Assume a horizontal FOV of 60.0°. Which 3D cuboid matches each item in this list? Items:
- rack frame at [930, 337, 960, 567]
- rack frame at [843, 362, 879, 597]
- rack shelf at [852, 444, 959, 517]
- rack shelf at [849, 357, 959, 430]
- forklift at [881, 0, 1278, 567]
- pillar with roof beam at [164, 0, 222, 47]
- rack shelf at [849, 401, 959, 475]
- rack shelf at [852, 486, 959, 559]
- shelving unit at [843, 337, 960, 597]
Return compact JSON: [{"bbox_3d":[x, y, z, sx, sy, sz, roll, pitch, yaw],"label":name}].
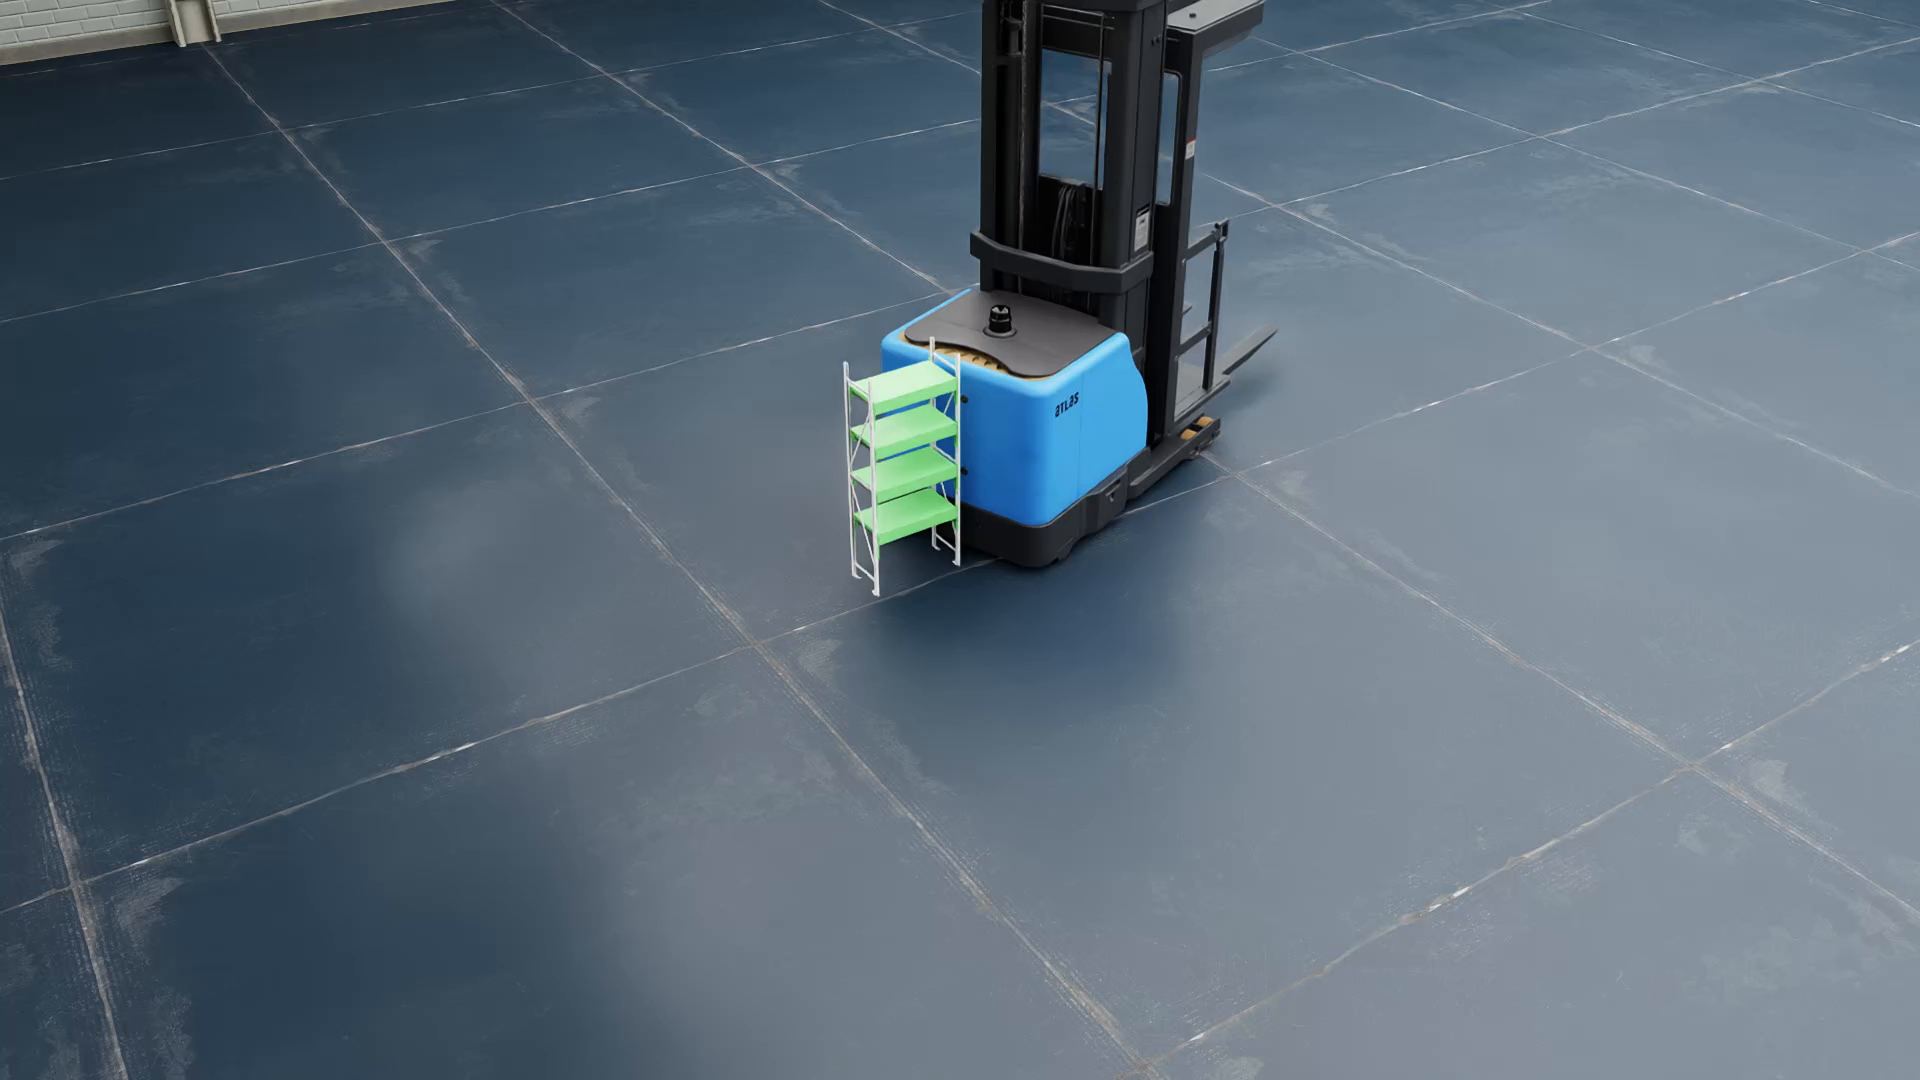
[{"bbox_3d":[-0.073,-0.425,8.299,0.015,1.200,0.240,-20,37,-29],"label":"rack frame"},{"bbox_3d":[-0.476,-0.278,8.066,0.015,1.200,0.240,-20,37,-29],"label":"rack frame"},{"bbox_3d":[-0.275,-0.297,8.216,0.480,0.148,0.258,-20,37,-29],"label":"rack shelf"},{"bbox_3d":[-0.275,-0.703,7.960,0.480,0.148,0.258,-20,37,-29],"label":"rack shelf"},{"bbox_3d":[0.850,-1.837,8.915,1.130,2.935,3.031,21,38,29],"label":"forklift"},{"bbox_3d":[-5.327,-6.896,11.247,0.400,9.000,9.100,-19,37,-27],"label":"pillar with roof beam"},{"bbox_3d":[-0.275,-0.500,8.088,0.480,0.148,0.258,-20,37,-29],"label":"rack shelf"},{"bbox_3d":[-0.275,-0.094,8.344,0.480,0.148,0.258,-20,37,-29],"label":"rack shelf"},{"bbox_3d":[-0.275,-0.351,8.182,0.503,1.200,0.258,-20,37,-29],"label":"shelving unit"}]
